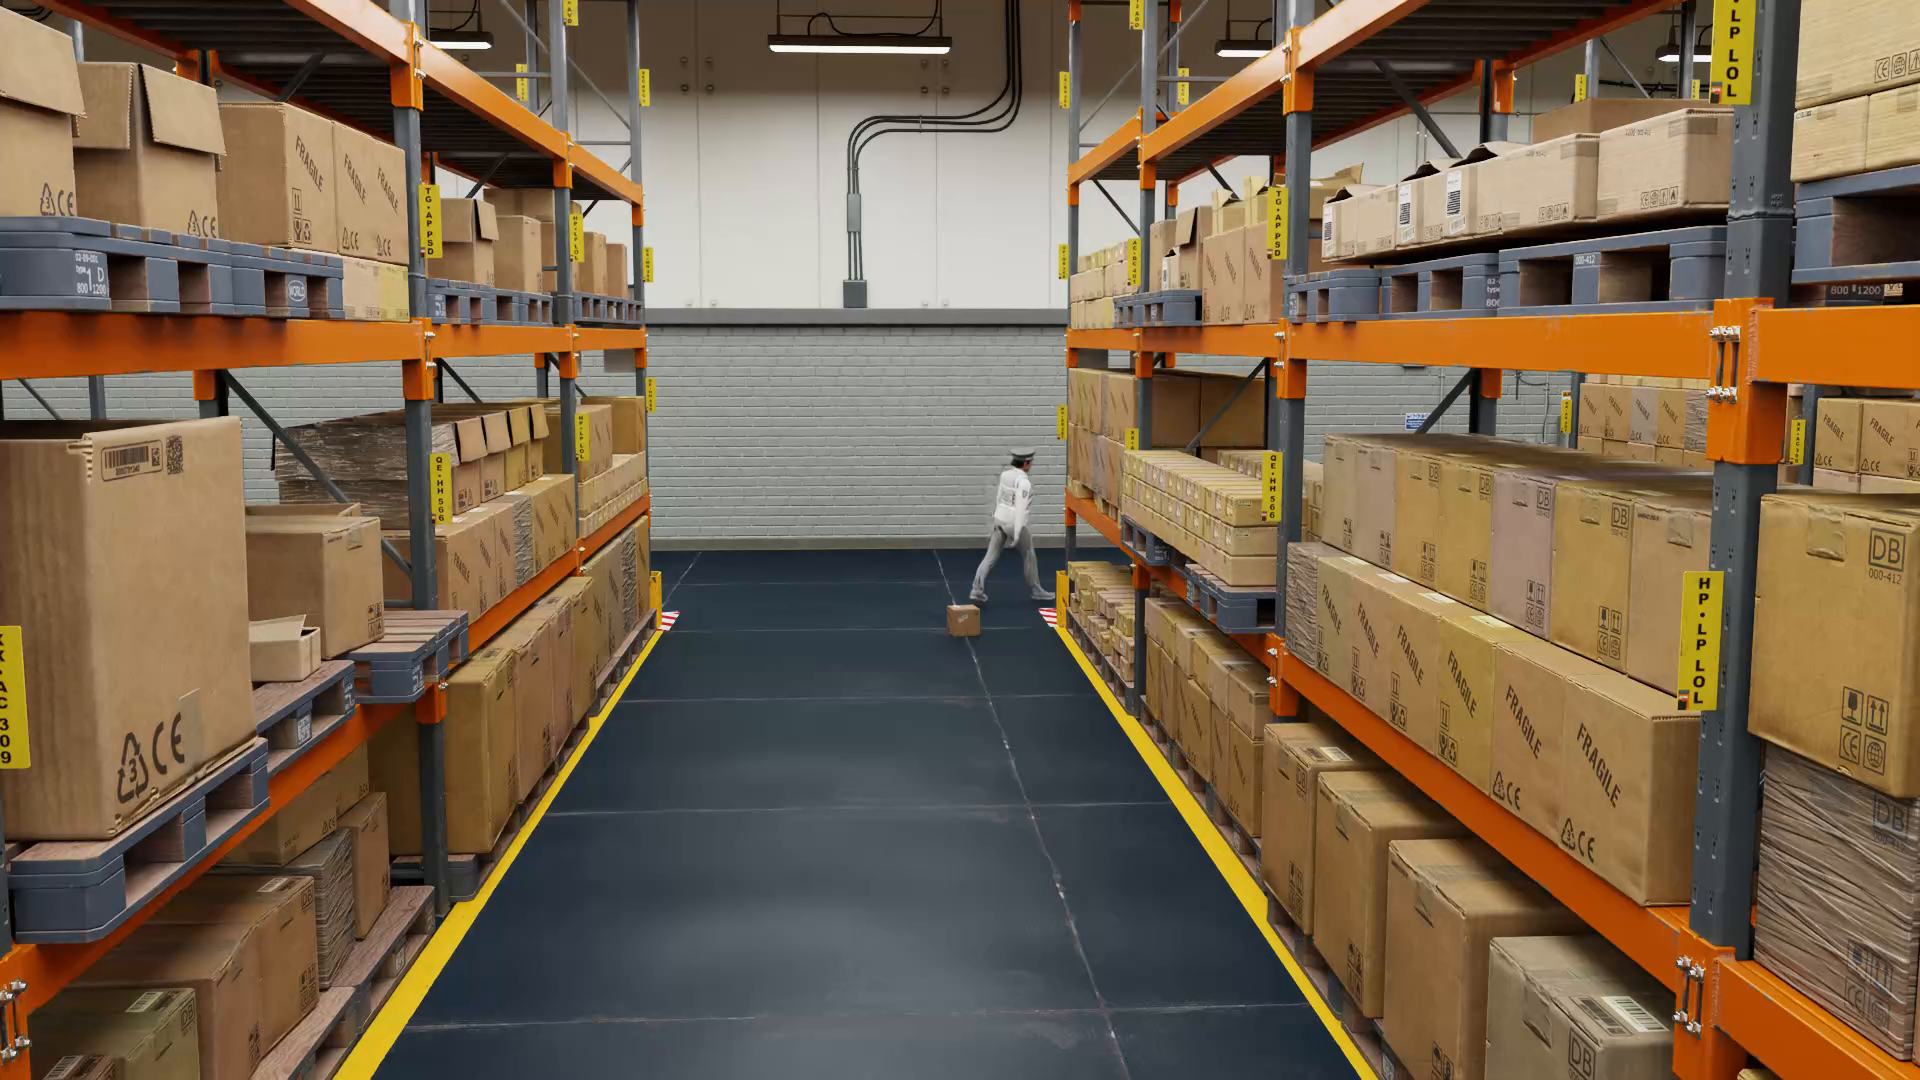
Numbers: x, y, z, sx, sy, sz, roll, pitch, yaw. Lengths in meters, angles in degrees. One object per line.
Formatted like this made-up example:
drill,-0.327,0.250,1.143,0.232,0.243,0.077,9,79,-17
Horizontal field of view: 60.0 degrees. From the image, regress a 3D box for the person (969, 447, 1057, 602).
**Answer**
person,0.547,-0.158,17.065,0.987,1.599,0.548,-7,10,-44
